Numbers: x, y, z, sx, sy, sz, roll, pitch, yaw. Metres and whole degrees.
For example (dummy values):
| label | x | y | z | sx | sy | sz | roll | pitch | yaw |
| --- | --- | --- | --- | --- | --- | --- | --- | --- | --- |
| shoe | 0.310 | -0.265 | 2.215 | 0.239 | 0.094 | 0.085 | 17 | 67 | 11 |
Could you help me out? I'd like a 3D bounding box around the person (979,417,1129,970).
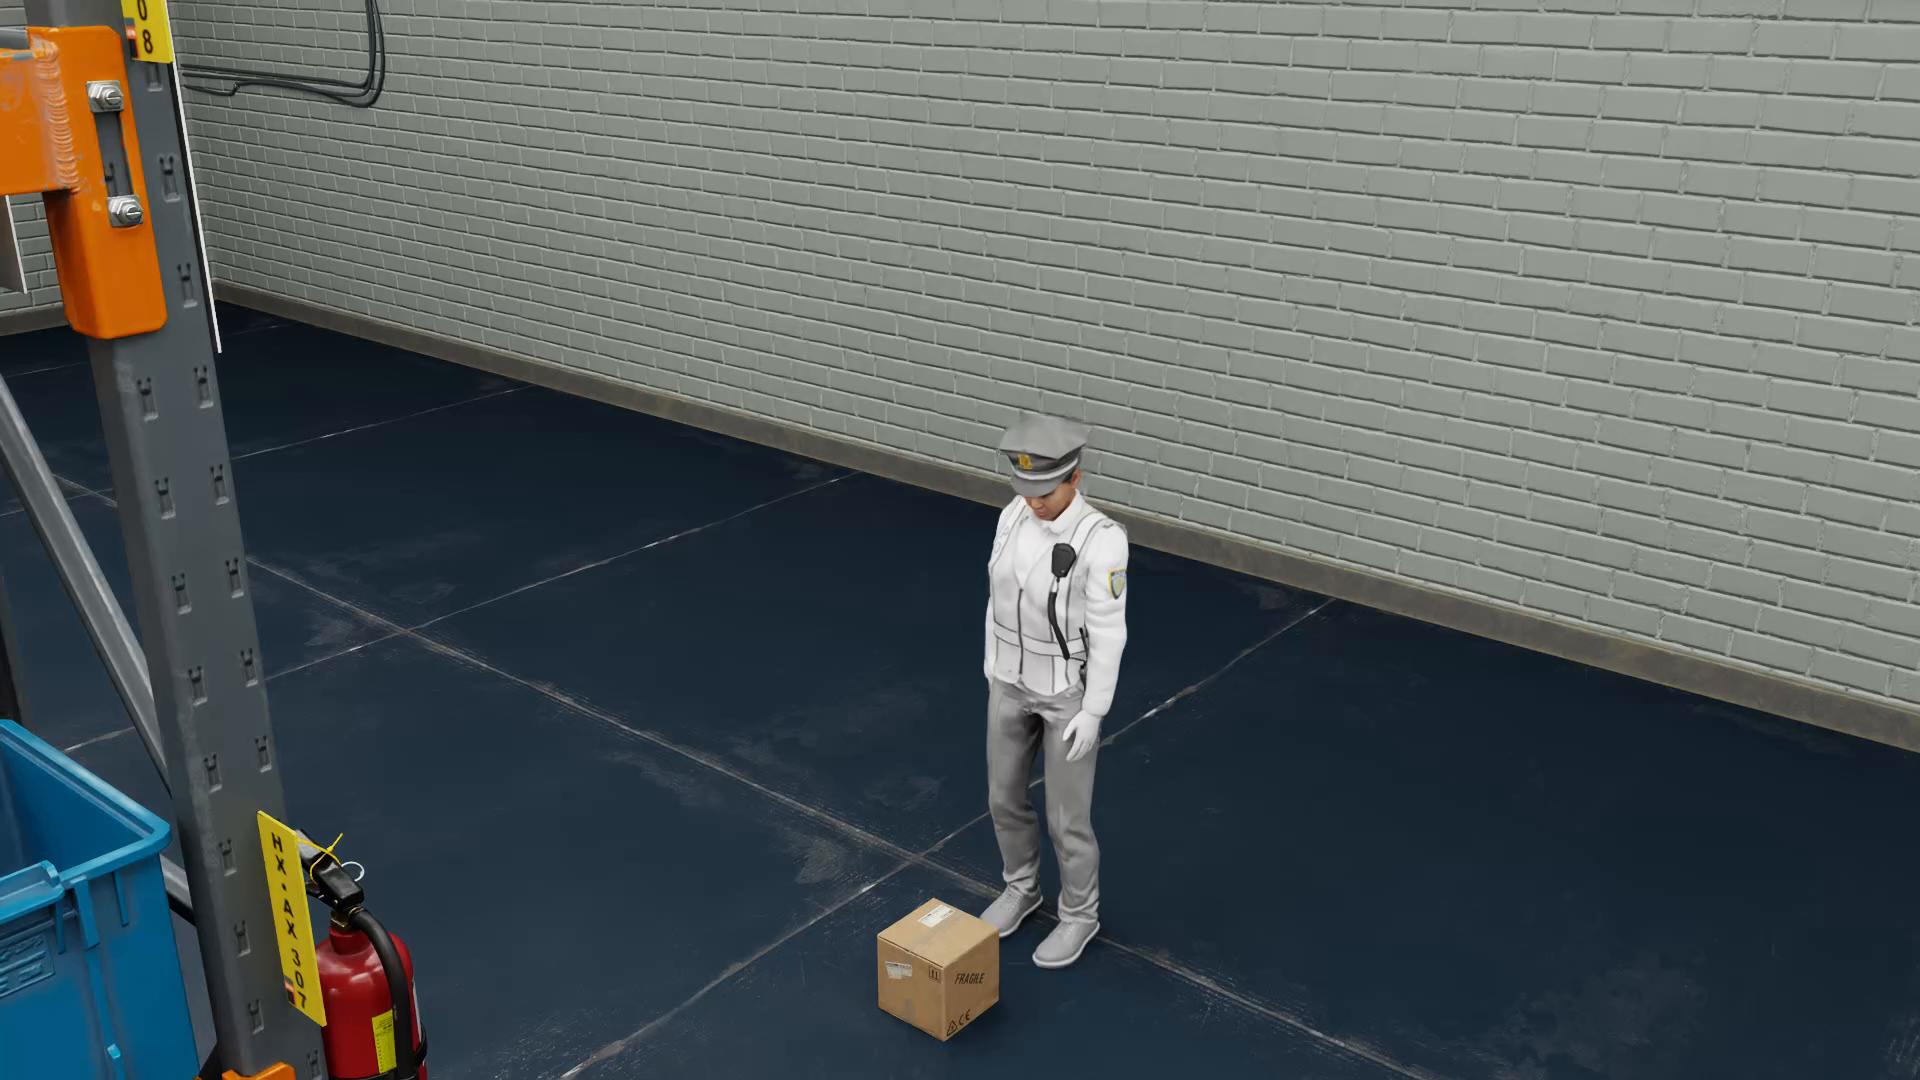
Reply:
| label | x | y | z | sx | sy | sz | roll | pitch | yaw |
| --- | --- | --- | --- | --- | --- | --- | --- | --- | --- |
| person | 0.266 | 0.453 | 4.871 | 0.477 | 1.659 | 0.338 | 17 | 26 | 37 |
